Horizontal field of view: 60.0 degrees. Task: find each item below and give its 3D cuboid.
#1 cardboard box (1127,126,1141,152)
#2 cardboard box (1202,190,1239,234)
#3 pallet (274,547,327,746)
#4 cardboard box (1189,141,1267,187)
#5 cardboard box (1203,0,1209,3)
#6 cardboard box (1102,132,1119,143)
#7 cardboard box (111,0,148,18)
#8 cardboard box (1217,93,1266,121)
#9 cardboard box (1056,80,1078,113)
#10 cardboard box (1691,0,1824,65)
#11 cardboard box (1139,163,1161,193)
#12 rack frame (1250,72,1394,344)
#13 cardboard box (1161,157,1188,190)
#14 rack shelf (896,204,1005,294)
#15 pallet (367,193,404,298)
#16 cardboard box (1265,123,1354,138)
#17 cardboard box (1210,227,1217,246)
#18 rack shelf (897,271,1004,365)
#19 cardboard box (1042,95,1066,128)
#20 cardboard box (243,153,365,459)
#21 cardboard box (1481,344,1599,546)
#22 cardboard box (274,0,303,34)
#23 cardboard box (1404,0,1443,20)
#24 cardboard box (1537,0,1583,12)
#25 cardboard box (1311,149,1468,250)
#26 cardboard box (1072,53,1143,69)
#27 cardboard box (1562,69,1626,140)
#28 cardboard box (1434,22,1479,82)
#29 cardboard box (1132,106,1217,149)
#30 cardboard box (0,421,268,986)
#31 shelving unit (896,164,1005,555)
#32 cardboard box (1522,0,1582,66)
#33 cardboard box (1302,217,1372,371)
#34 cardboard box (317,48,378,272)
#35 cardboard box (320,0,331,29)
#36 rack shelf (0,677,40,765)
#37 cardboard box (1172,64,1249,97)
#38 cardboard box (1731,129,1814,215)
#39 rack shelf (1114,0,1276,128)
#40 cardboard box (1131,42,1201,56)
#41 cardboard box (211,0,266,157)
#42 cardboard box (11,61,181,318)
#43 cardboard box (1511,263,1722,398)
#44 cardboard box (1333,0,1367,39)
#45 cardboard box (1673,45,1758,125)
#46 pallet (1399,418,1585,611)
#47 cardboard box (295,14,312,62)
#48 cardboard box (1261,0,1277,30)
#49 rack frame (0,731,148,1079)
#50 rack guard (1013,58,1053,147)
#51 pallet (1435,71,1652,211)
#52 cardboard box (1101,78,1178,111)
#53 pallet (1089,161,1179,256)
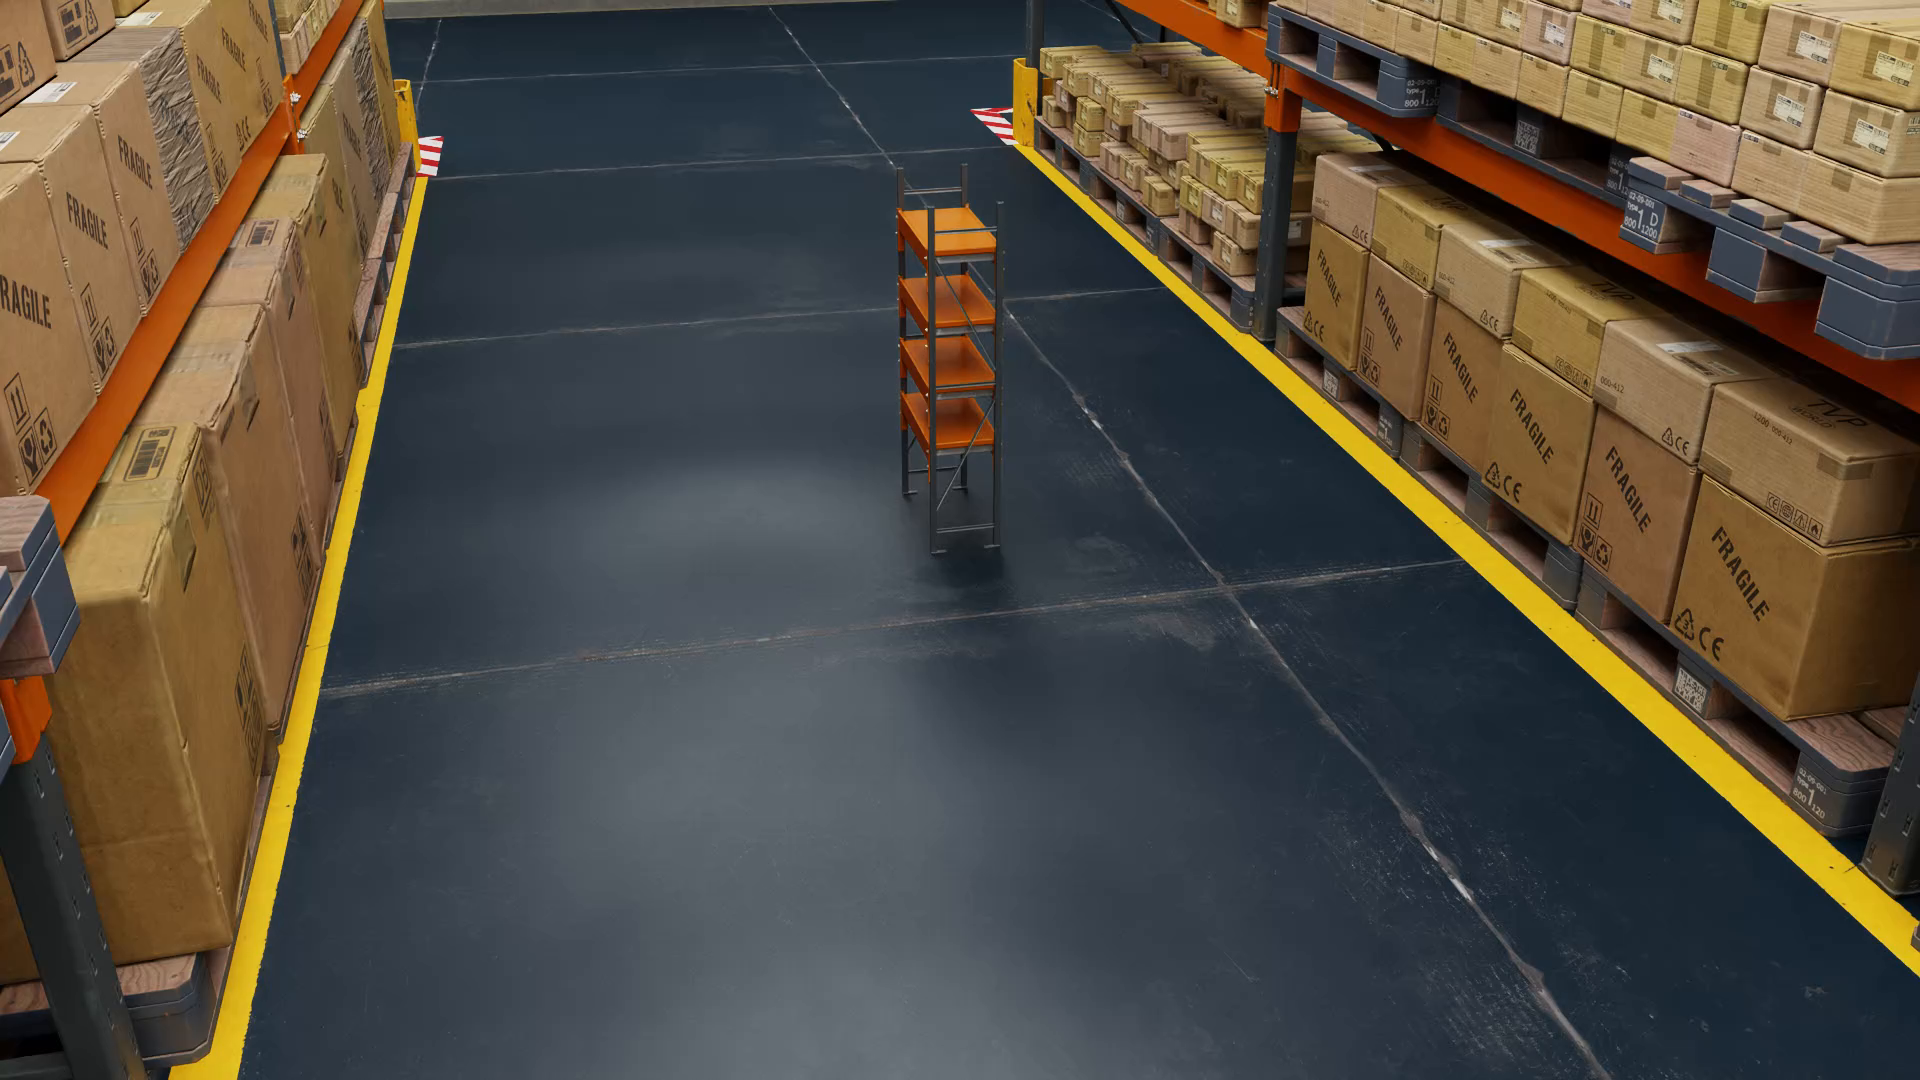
[{"bbox_3d":[1.151,-2.280,9.306,0.380,0.149,0.250,-5,27,-9],"label":"cardboard box"},{"bbox_3d":[1.376,-1.573,7.906,0.380,0.149,0.250,-7,28,-14],"label":"cardboard box"},{"bbox_3d":[-2.499,0.270,4.981,1.003,0.211,1.213,-6,27,-12],"label":"pallet"},{"bbox_3d":[1.337,-1.829,8.082,0.380,0.149,0.250,-6,27,-12],"label":"cardboard box"},{"bbox_3d":[1.380,-2.637,7.925,0.380,0.149,0.250,-7,28,-13],"label":"cardboard box"},{"bbox_3d":[1.037,-2.270,9.616,0.380,0.149,0.250,-6,27,-11],"label":"cardboard box"},{"bbox_3d":[-2.730,-1.753,4.670,0.797,0.503,0.637,-6,27,-11],"label":"cardboard box"},{"bbox_3d":[1.627,-2.343,9.101,0.380,0.149,0.250,-6,27,-11],"label":"cardboard box"},{"bbox_3d":[0.803,-2.724,10.185,0.380,0.149,0.250,-6,27,-12],"label":"cardboard box"},{"bbox_3d":[2.061,-1.281,4.112,0.380,0.149,0.250,-5,27,-10],"label":"cardboard box"},{"bbox_3d":[1.183,-1.930,8.943,0.380,0.149,0.250,-5,27,-11],"label":"cardboard box"},{"bbox_3d":[1.830,-2.302,6.982,1.000,3.000,0.127,-6,27,-12],"label":"rack frame"},{"bbox_3d":[1.261,-1.919,8.591,0.380,0.149,0.250,-5,27,-10],"label":"cardboard box"},{"bbox_3d":[-0.037,-0.959,5.447,0.258,0.148,0.480,-6,27,-12],"label":"rack shelf"},{"bbox_3d":[-3.399,-1.476,8.441,1.003,0.211,1.213,-6,27,-12],"label":"pallet"},{"bbox_3d":[1.764,-2.000,8.421,0.380,0.149,0.250,-7,28,-13],"label":"cardboard box"},{"bbox_3d":[1.433,-1.477,8.045,0.380,0.149,0.250,-5,27,-10],"label":"cardboard box"},{"bbox_3d":[-0.037,-0.748,5.553,0.258,0.148,0.480,-6,27,-12],"label":"rack shelf"},{"bbox_3d":[0.735,-2.710,10.489,0.380,0.149,0.250,-5,27,-11],"label":"cardboard box"},{"bbox_3d":[-2.861,-0.803,5.904,1.225,0.875,0.875,-6,27,-11],"label":"cardboard box"},{"bbox_3d":[2.080,-0.339,5.400,0.500,0.500,0.500,-7,28,-14],"label":"cardboard box"},{"bbox_3d":[-2.876,-2.141,6.500,0.500,0.250,0.500,-6,27,-13],"label":"cardboard box"},{"bbox_3d":[1.712,-1.831,5.532,0.380,0.149,0.250,-5,27,-10],"label":"cardboard box"},{"bbox_3d":[1.885,-1.623,4.790,0.380,0.149,0.250,-5,27,-9],"label":"cardboard box"},{"bbox_3d":[1.739,-1.357,6.586,0.500,0.250,0.500,-7,28,-14],"label":"cardboard box"},{"bbox_3d":[0.895,-2.865,10.135,0.380,0.149,0.250,-5,27,-11],"label":"cardboard box"},{"bbox_3d":[1.945,-1.241,4.693,0.380,0.149,0.250,-7,28,-14],"label":"cardboard box"},{"bbox_3d":[1.770,-1.585,5.374,0.380,0.149,0.250,-6,27,-13],"label":"cardboard box"},{"bbox_3d":[1.131,-2.177,8.772,0.380,0.149,0.250,-7,28,-13],"label":"cardboard box"},{"bbox_3d":[-2.259,0.369,3.582,1.225,0.875,0.875,-7,28,-14],"label":"cardboard box"},{"bbox_3d":[-0.037,-0.608,5.624,0.258,1.200,0.503,-6,27,-12],"label":"shelving unit"},{"bbox_3d":[1.884,-1.491,4.857,0.380,0.149,0.250,-5,27,-10],"label":"cardboard box"},{"bbox_3d":[1.738,-1.022,6.755,0.500,0.500,0.500,-5,27,-10],"label":"cardboard box"},{"bbox_3d":[-3.299,-1.775,7.829,0.875,0.875,0.875,-6,27,-12],"label":"cardboard box"},{"bbox_3d":[-3.006,-2.353,7.361,0.380,0.149,0.250,-6,27,-12],"label":"cardboard box"},{"bbox_3d":[-1.673,1.112,1.016,1.077,0.370,4.000,-6,27,-12],"label":"rack shelf"},{"bbox_3d":[1.474,-2.695,9.798,0.380,0.149,0.250,-7,28,-14],"label":"cardboard box"},{"bbox_3d":[2.118,-0.900,4.018,0.380,0.149,0.250,-6,27,-12],"label":"cardboard box"},{"bbox_3d":[1.379,-2.859,8.884,1.077,0.370,4.000,-6,27,-12],"label":"rack shelf"},{"bbox_3d":[1.295,-3.032,10.465,0.380,0.149,0.250,-6,27,-11],"label":"cardboard box"},{"bbox_3d":[-2.549,-1.492,5.266,0.500,0.500,0.500,-5,27,-10],"label":"cardboard box"},{"bbox_3d":[-2.205,-0.823,3.941,0.500,0.500,0.500,-6,27,-13],"label":"cardboard box"},{"bbox_3d":[2.098,-0.671,5.227,0.500,0.250,0.500,-5,27,-10],"label":"cardboard box"},{"bbox_3d":[1.591,-1.927,6.051,0.380,0.149,0.250,-6,27,-11],"label":"cardboard box"},{"bbox_3d":[2.053,-1.157,4.196,0.380,0.149,0.250,-5,27,-10],"label":"cardboard box"},{"bbox_3d":[2.285,-0.179,5.870,1.003,0.211,1.213,-6,27,-12],"label":"pallet"},{"bbox_3d":[-2.827,-2.010,6.681,0.380,0.149,0.250,-7,28,-13],"label":"cardboard box"},{"bbox_3d":[1.538,-2.292,7.240,0.380,0.149,0.250,-6,27,-12],"label":"cardboard box"},{"bbox_3d":[-2.120,-0.087,2.594,0.949,2.616,0.053,-6,27,-12],"label":"rack frame"},{"bbox_3d":[0.946,-2.909,10.958,1.175,0.500,0.348,-6,27,-12],"label":"rack guard"},{"bbox_3d":[2.245,-1.325,5.260,1.003,0.211,1.213,-6,27,-12],"label":"pallet"},{"bbox_3d":[1.017,-2.518,9.448,0.380,0.149,0.250,-5,27,-10],"label":"cardboard box"},{"bbox_3d":[1.366,-1.885,9.251,1.003,0.211,1.213,-6,27,-12],"label":"pallet"}]
